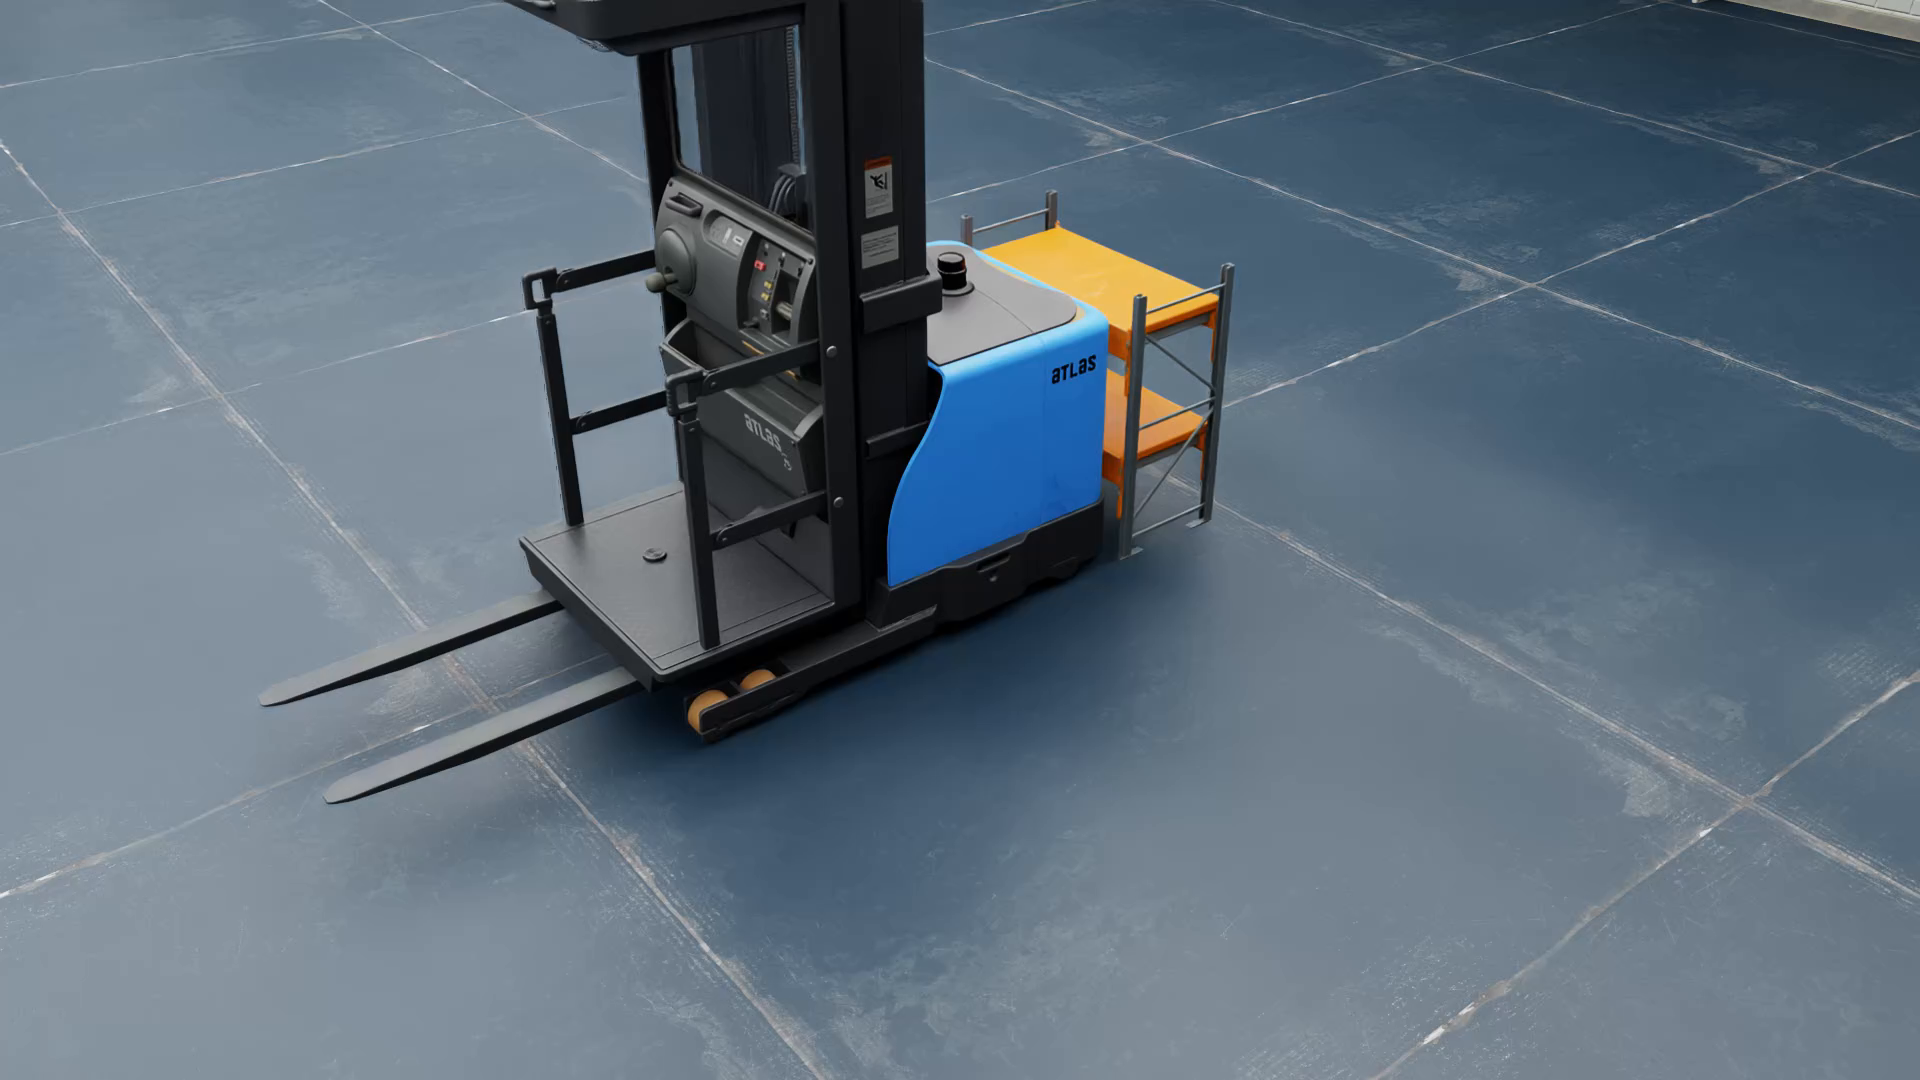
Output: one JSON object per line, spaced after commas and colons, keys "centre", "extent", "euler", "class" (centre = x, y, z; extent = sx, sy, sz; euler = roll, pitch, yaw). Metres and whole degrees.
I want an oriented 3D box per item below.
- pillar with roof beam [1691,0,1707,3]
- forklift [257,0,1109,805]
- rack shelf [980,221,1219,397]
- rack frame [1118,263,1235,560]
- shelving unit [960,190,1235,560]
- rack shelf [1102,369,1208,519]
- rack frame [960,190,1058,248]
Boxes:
{"centre": [2.832, -7.100, 9.653], "extent": [9.100, 9.000, 0.400], "euler": [-22, 38, -31], "class": "pillar with roof beam"}
{"centre": [-0.918, -0.882, 5.392], "extent": [3.031, 2.935, 1.130], "euler": [-22, 38, -31], "class": "forklift"}
{"centre": [0.520, -0.945, 6.650], "extent": [0.538, 0.278, 1.000], "euler": [-23, 38, -32], "class": "rack shelf"}
{"centre": [0.835, -0.486, 6.466], "extent": [0.500, 1.125, 0.032], "euler": [-23, 38, -32], "class": "rack frame"}
{"centre": [0.520, -0.696, 6.805], "extent": [0.538, 1.125, 1.048], "euler": [-23, 38, -32], "class": "shelving unit"}
{"centre": [0.520, -0.489, 6.934], "extent": [0.538, 0.278, 1.000], "euler": [-23, 38, -32], "class": "rack shelf"}
{"centre": [0.205, -0.907, 7.144], "extent": [0.500, 1.125, 0.032], "euler": [-23, 38, -32], "class": "rack frame"}
